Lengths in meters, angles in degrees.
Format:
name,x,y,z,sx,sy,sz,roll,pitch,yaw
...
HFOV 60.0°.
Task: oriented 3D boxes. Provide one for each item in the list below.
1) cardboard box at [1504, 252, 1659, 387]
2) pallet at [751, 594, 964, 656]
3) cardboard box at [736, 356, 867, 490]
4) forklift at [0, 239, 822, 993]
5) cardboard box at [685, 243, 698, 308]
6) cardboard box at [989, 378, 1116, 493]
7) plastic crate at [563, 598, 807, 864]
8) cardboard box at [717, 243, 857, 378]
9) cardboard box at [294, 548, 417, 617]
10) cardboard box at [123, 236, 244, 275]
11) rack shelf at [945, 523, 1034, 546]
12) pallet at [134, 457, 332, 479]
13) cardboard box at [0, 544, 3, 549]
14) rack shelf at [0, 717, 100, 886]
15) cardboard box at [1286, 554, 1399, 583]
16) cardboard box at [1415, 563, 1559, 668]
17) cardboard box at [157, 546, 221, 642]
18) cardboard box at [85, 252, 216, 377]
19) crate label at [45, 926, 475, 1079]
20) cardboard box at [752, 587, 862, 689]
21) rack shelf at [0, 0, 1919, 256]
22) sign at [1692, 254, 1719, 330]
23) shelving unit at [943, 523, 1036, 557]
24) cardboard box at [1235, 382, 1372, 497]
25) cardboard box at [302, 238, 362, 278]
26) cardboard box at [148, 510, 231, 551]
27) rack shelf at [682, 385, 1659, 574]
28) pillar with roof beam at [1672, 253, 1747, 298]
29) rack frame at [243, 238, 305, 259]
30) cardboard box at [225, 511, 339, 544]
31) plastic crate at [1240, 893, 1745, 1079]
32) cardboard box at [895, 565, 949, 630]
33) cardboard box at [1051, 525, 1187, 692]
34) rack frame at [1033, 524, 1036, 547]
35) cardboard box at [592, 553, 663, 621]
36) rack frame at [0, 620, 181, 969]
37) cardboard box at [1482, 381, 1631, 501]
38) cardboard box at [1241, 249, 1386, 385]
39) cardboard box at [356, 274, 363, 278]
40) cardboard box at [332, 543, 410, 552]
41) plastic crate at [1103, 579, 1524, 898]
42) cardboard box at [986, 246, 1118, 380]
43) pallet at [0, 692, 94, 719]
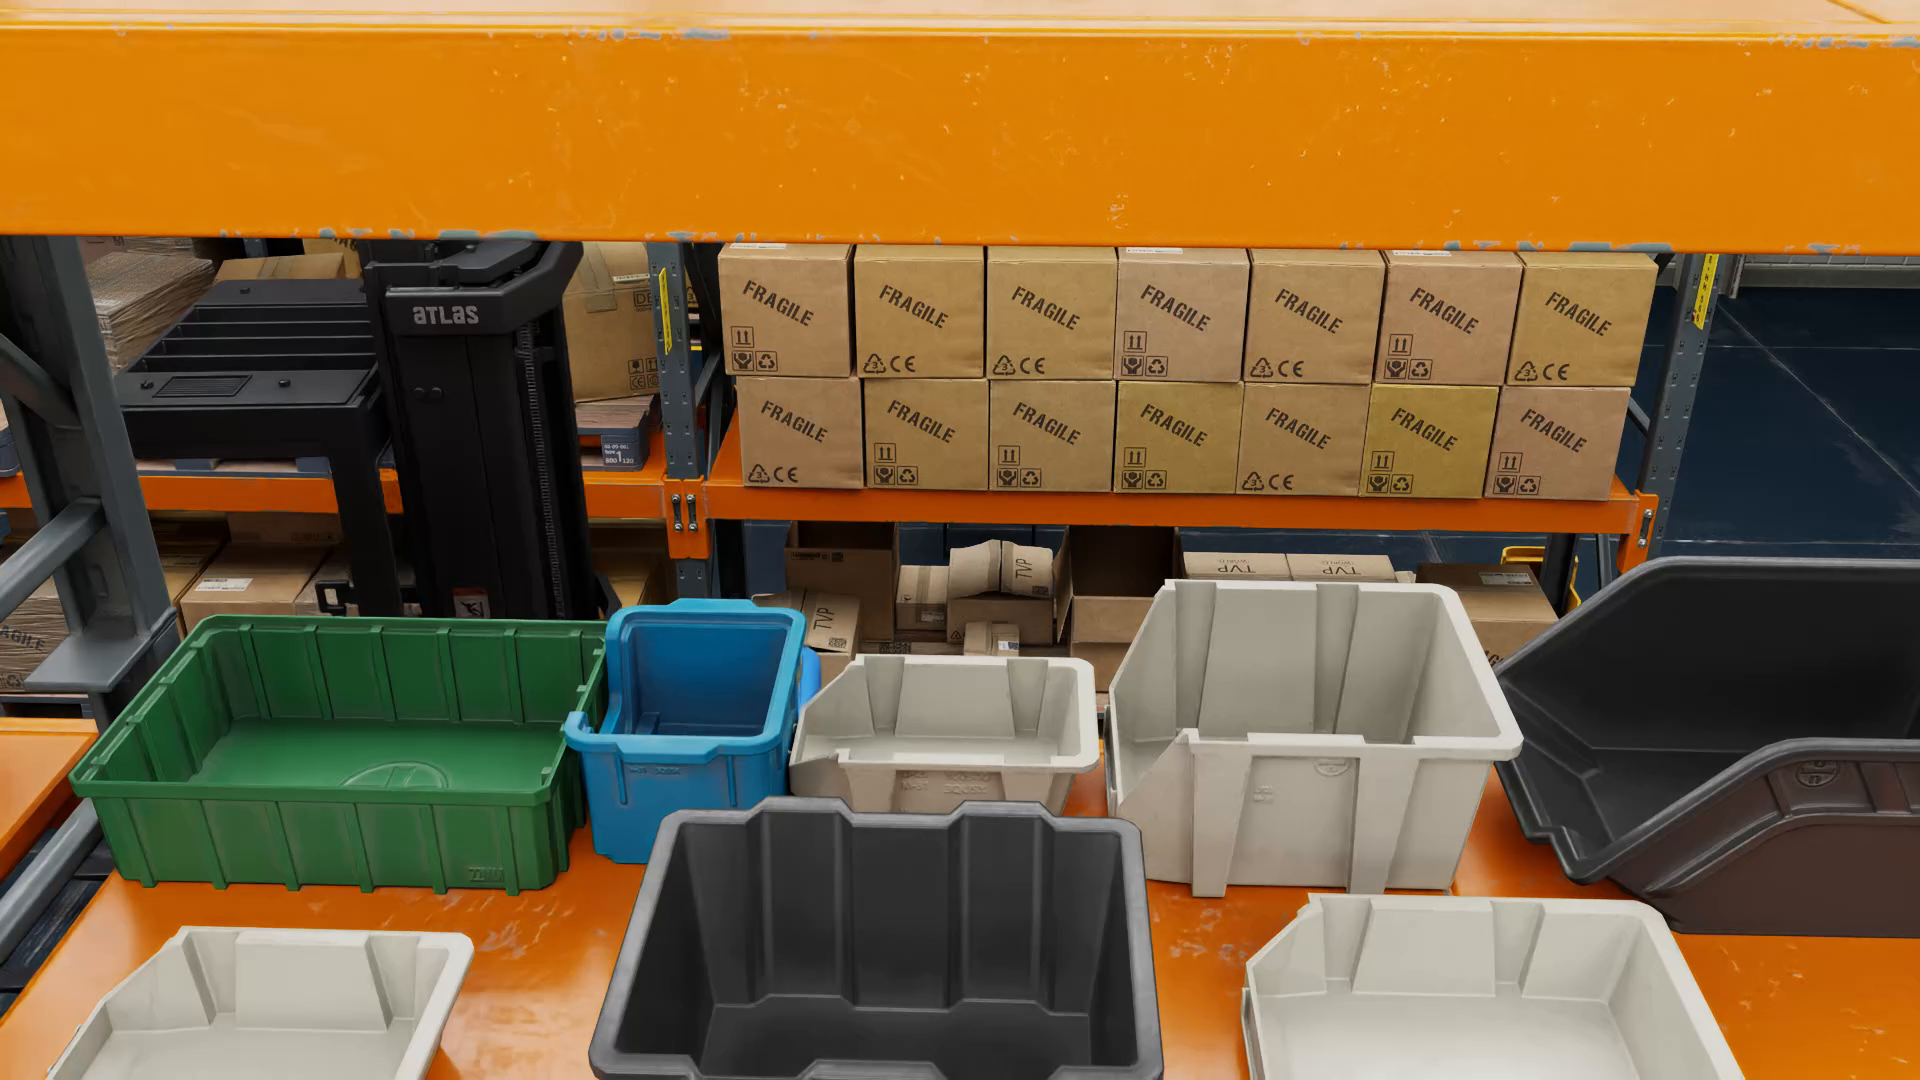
name,x,y,z,sx,sy,sz,roll,pitch,yaw
cardboard box,2.409,-0.939,6.645,0.500,0.500,0.500,1,28,1
pallet,-0.447,0.603,7.887,1.213,0.211,1.003,1,28,2
cardboard box,-0.634,-0.549,6.976,0.500,0.500,0.500,2,28,3
forklift,-2.008,0.284,5.584,3.031,2.935,1.130,-1,28,-2
cardboard box,-1.617,-2.145,11.941,0.750,0.750,0.750,1,28,2
cardboard box,0.378,-0.533,6.946,0.500,0.500,0.500,1,28,2
plastic crate,-0.391,0.292,2.473,0.300,0.233,0.416,1,28,2
cardboard box,-0.673,-0.987,6.736,0.500,0.500,0.500,2,28,3
cardboard box,-2.632,0.375,7.540,0.500,0.500,0.500,1,28,2
cardboard box,-5.681,-2.103,12.214,0.500,0.500,0.700,1,28,3
rack shelf,0.165,-0.294,9.087,0.480,0.518,0.431,1,28,2
pallet,-3.187,-0.592,7.369,1.213,0.211,1.003,1,28,2
cardboard box,-4.686,0.344,7.597,0.500,0.500,0.500,2,28,4
rack shelf,-3.311,0.637,2.411,4.000,0.370,1.077,1,28,2
cardboard box,1.831,0.296,7.956,0.500,0.250,0.500,1,28,2
cardboard box,2.312,0.442,7.413,0.500,0.500,0.500,1,28,2
cardboard box,-3.662,0.361,7.565,0.500,0.500,0.500,1,28,1
cardboard box,-3.590,-0.875,7.142,0.500,0.500,0.700,6,29,11
crate label,-0.833,0.612,1.971,0.466,0.136,0.293,1,28,2
cardboard box,-0.722,0.461,7.579,0.500,0.311,0.500,1,28,2
rack shelf,0.687,-0.445,1.677,4.000,0.370,1.077,1,28,2
sign,2.824,-0.966,6.297,0.005,0.325,0.100,1,28,2
shelving unit,0.165,-0.925,8.753,0.503,2.100,0.431,1,28,2
cardboard box,1.390,-0.517,6.915,0.500,0.500,0.500,1,28,2
cardboard box,-4.230,-2.188,12.022,0.750,0.750,0.750,1,28,1
cardboard box,-3.671,0.117,8.025,0.500,0.500,0.500,0,28,0
rack shelf,0.865,-0.290,7.362,4.000,0.370,1.077,1,28,2
pillar with roof beam,5.612,-3.889,6.979,0.400,9.000,9.100,1,28,2
rack frame,-4.960,-3.026,11.755,0.127,3.000,1.000,1,28,2
cardboard box,-3.109,-0.209,7.840,0.500,0.250,0.500,0,28,1
plastic crate,0.612,0.617,1.962,0.530,0.136,0.437,1,28,2
cardboard box,-0.177,0.279,8.095,0.250,0.149,0.380,1,28,2
cardboard box,0.744,0.296,7.684,0.637,0.503,0.797,1,28,2
rack frame,0.409,-0.921,8.745,0.015,2.100,0.400,1,28,2
cardboard box,-1.637,0.395,7.501,0.500,0.500,0.500,1,28,2
rack frame,-1.312,1.678,2.883,0.127,3.000,1.000,1,28,2
cardboard box,2.407,-0.499,6.882,0.500,0.500,0.500,2,28,3
cardboard box,1.386,-0.954,6.672,0.500,0.500,0.500,2,28,3
cardboard box,-2.289,-0.965,7.312,0.500,0.500,0.700,5,28,10
cardboard box,-2.641,0.132,7.998,0.500,0.500,0.500,1,28,2
plastic crate,0.481,0.290,2.425,0.530,0.282,0.437,1,28,2
cardboard box,0.357,-0.970,6.703,0.500,0.500,0.500,0,28,0
pallet,-4.386,0.555,7.977,1.213,0.211,1.003,1,28,2
